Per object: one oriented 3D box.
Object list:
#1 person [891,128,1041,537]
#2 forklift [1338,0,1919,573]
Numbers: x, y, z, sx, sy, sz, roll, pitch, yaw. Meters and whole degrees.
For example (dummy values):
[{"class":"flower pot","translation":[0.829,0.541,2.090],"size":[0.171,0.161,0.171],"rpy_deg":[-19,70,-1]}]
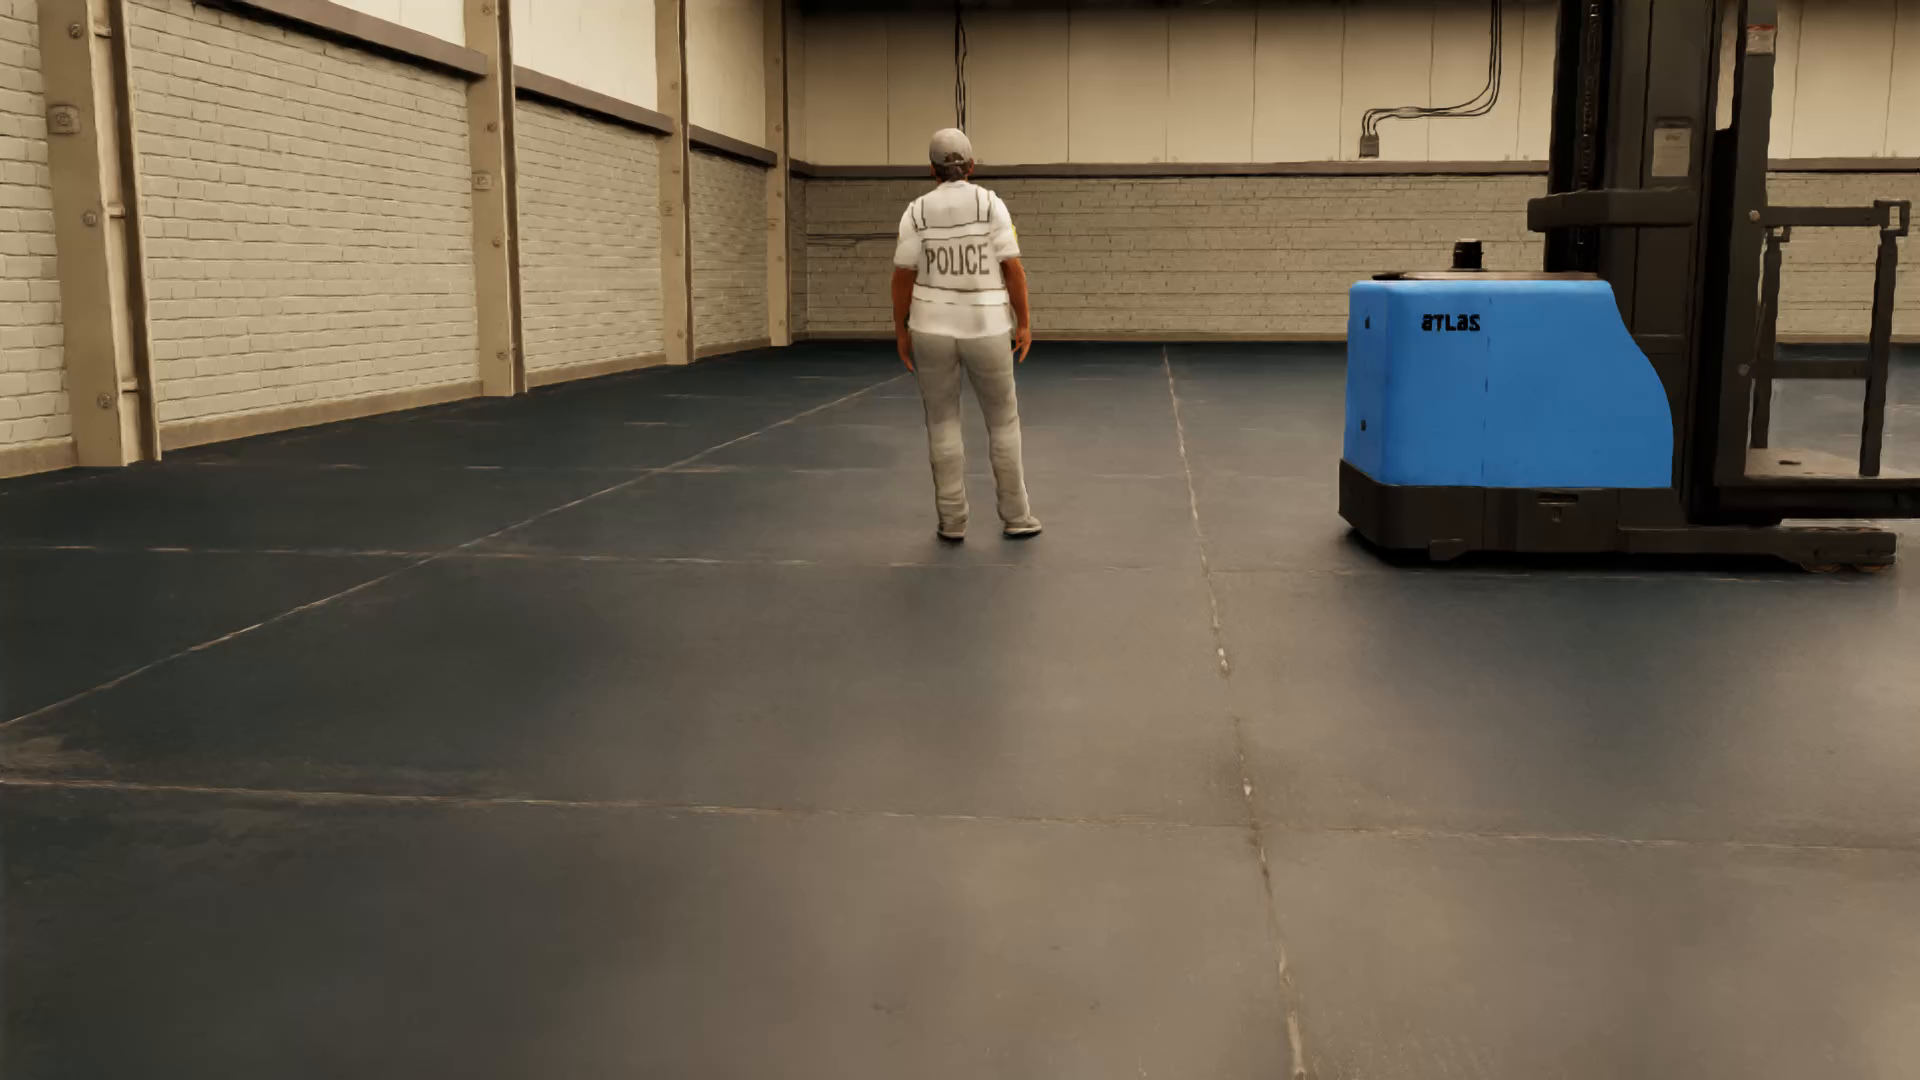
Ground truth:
[{"class":"person","translation":[0.031,-0.842,6.896],"size":[0.598,1.669,0.529],"rpy_deg":[1,9,6]},{"class":"forklift","translation":[3.127,-1.410,6.483],"size":[3.031,2.935,1.130],"rpy_deg":[1,9,3]}]
